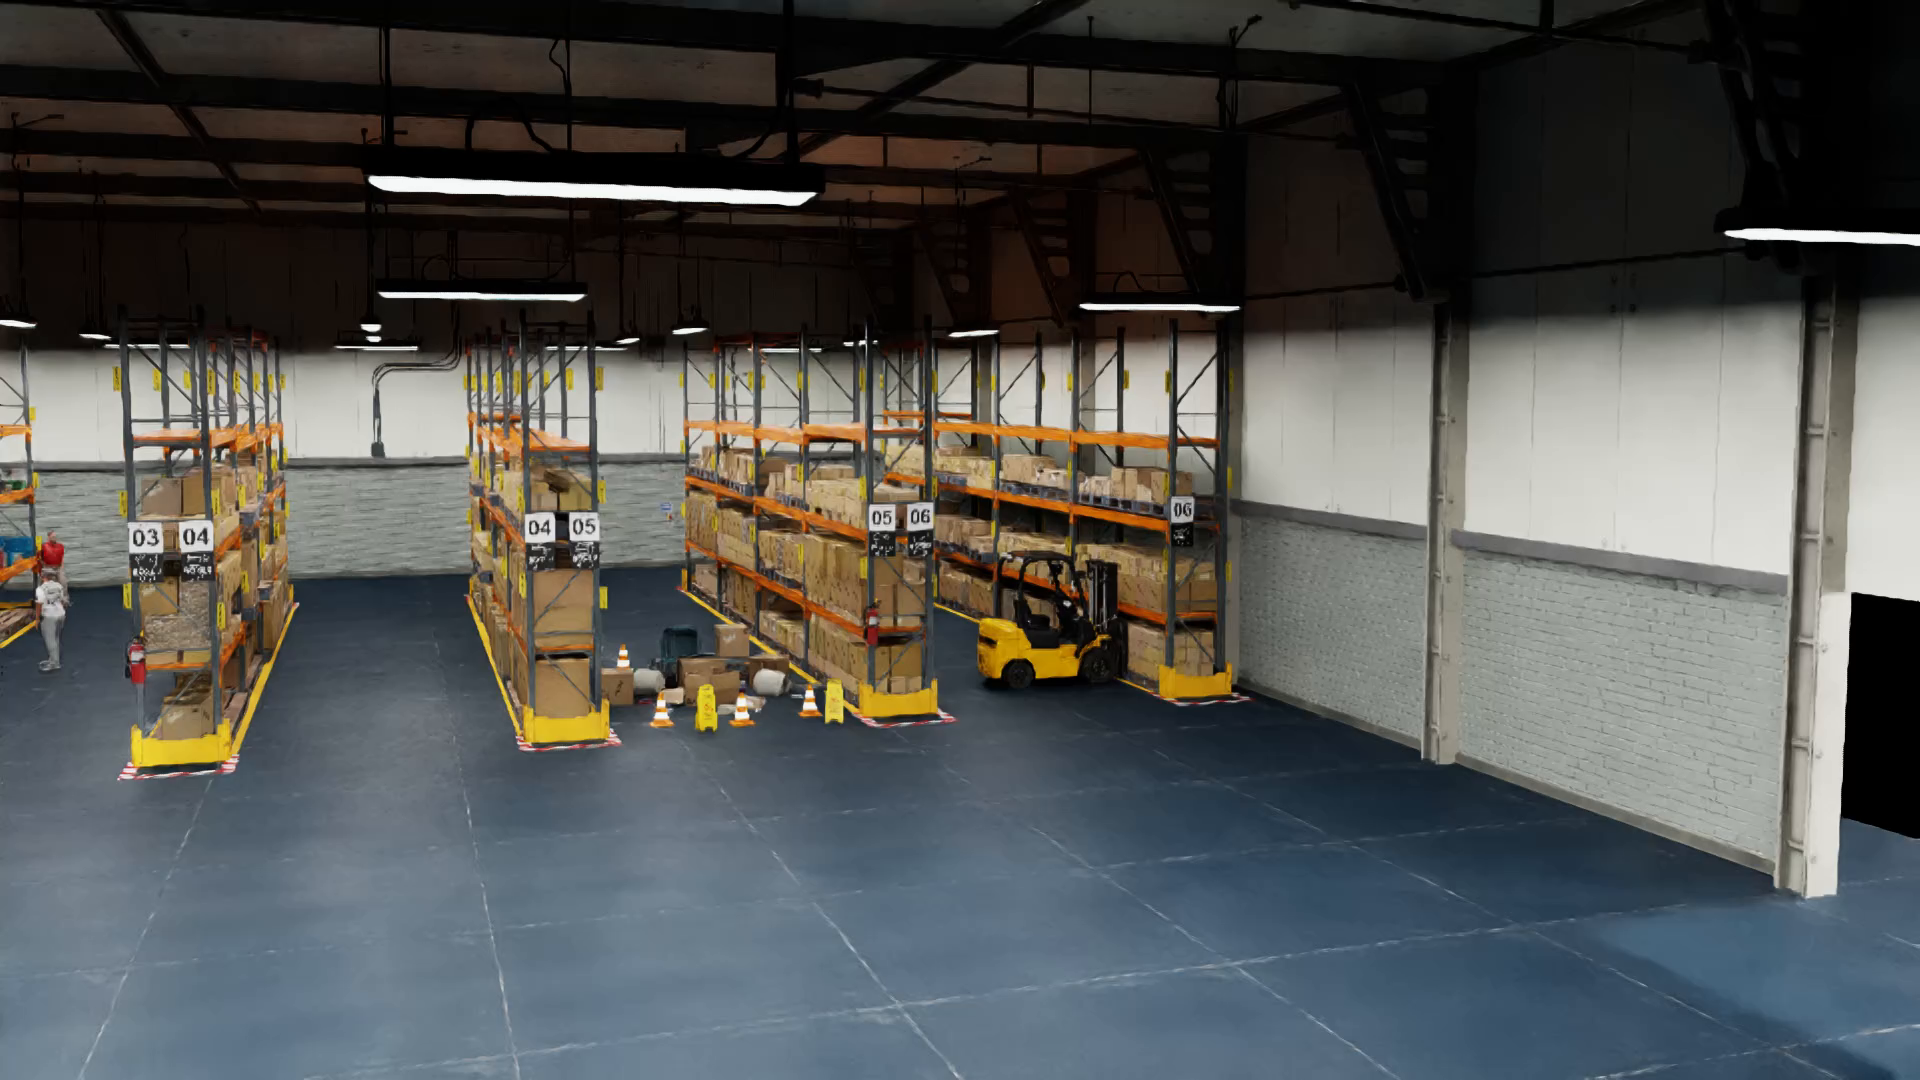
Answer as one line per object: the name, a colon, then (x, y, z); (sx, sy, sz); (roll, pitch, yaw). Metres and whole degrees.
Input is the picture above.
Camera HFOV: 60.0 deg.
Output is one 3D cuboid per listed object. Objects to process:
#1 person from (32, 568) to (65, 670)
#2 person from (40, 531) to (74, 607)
person: (-15.920, 1.368, 29.014); (0.580, 1.745, 0.568); (1, 6, 11)
person: (-20.213, 0.647, 36.998); (0.952, 1.691, 0.621); (5, 8, 45)
